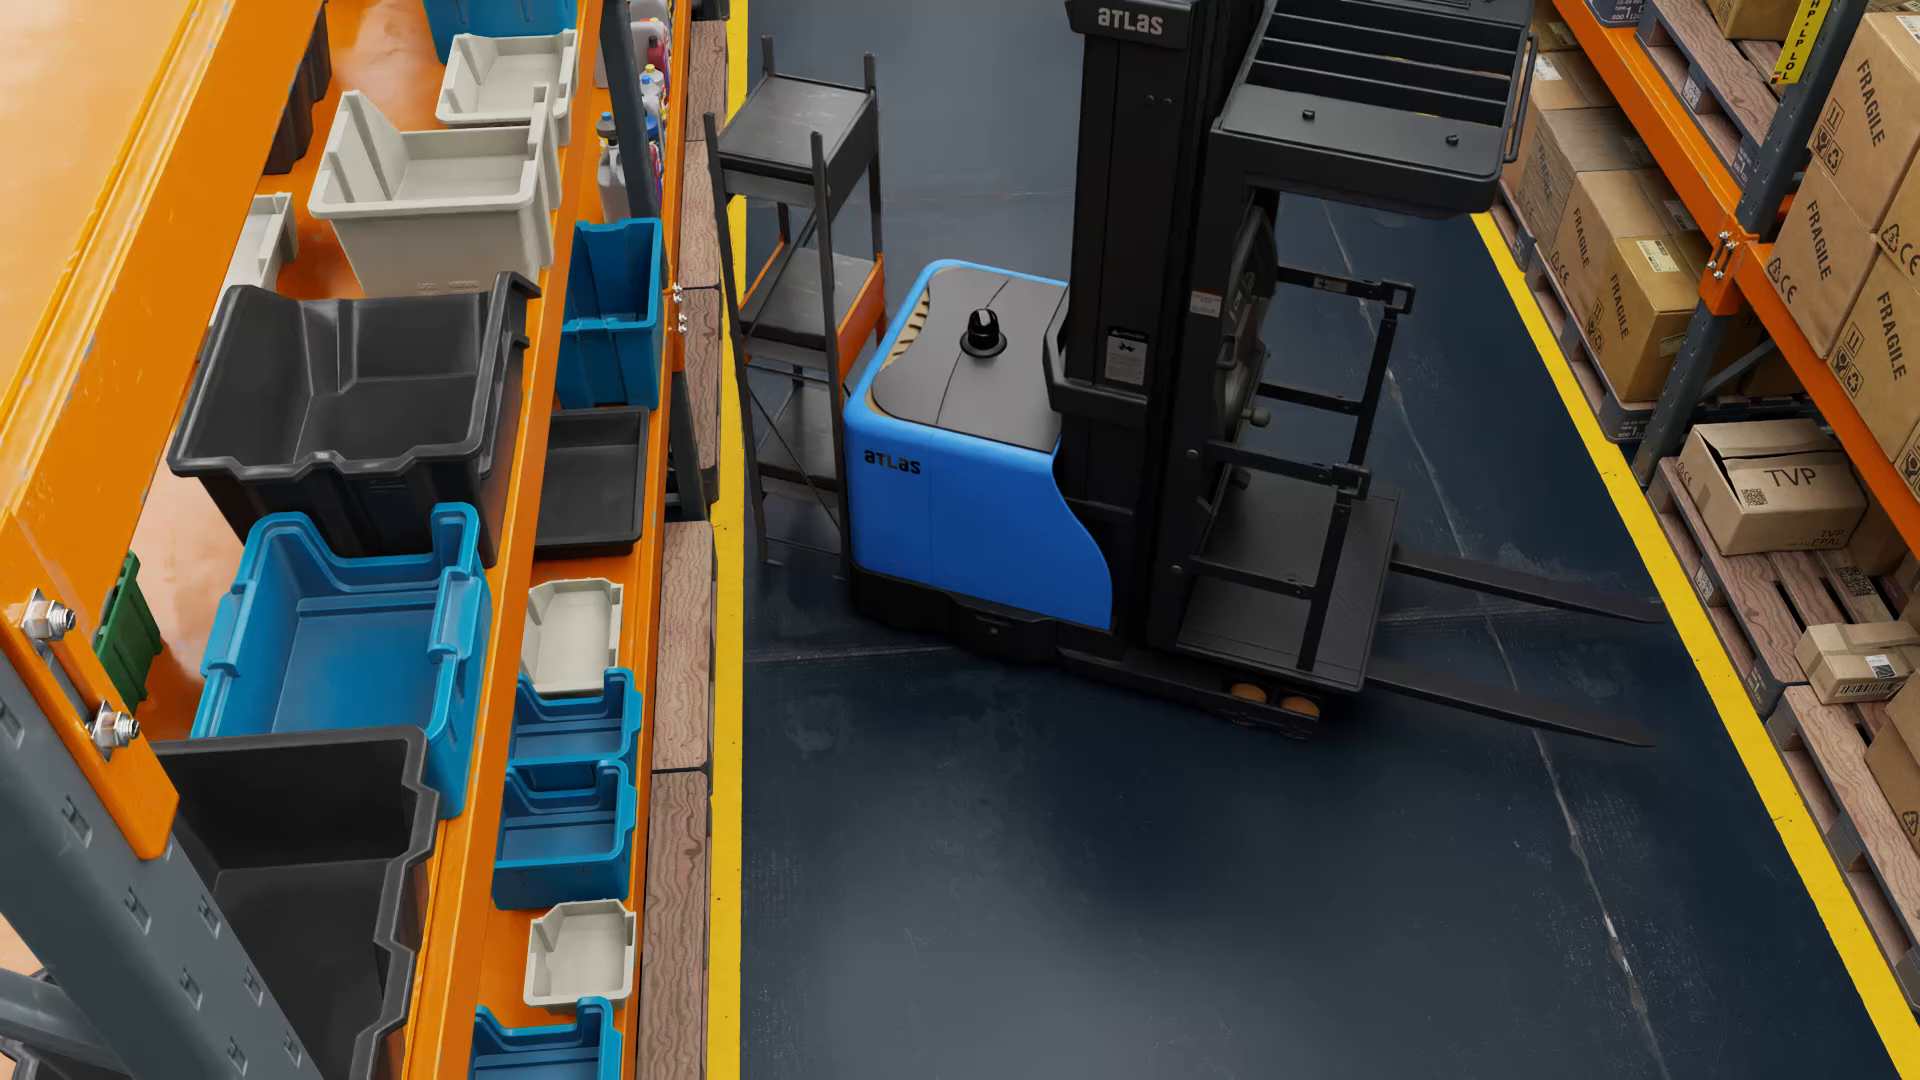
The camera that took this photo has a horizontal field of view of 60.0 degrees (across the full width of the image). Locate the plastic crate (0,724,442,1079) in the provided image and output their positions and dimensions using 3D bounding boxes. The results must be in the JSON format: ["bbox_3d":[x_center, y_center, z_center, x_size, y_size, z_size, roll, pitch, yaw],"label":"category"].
[{"bbox_3d":[-0.961,0.584,2.292,0.497,0.269,0.590,-3,47,-3],"label":"plastic crate"}]

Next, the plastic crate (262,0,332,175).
[{"bbox_3d":[-1.711,-1.099,3.886,0.497,0.269,0.590,-3,47,-3],"label":"plastic crate"}]

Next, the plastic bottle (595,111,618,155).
[{"bbox_3d":[-1.354,-1.562,6.436,0.097,0.201,0.097,0,47,0],"label":"plastic bottle"}]

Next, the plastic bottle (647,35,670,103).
[{"bbox_3d":[-1.222,-1.922,6.721,0.061,0.283,0.133,-3,47,-3],"label":"plastic bottle"}]

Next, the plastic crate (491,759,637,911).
[{"bbox_3d":[-1.010,0.752,4.183,0.416,0.233,0.300,-3,47,-3],"label":"plastic crate"}]

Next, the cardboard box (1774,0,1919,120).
[{"bbox_3d":[3.578,-1.862,6.226,0.700,0.500,0.500,-18,49,-16],"label":"cardboard box"}]

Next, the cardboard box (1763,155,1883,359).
[{"bbox_3d":[3.166,-0.976,5.676,0.500,0.500,0.500,-2,47,-2],"label":"cardboard box"}]

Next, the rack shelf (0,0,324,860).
[{"bbox_3d":[-1.374,-1.259,2.652,1.077,0.370,4.000,-3,47,-3],"label":"rack shelf"}]

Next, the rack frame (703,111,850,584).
[{"bbox_3d":[-0.625,-0.593,6.002,0.400,2.100,0.015,13,48,12],"label":"rack frame"}]

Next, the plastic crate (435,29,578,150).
[{"bbox_3d":[-1.056,-1.072,3.951,0.293,0.136,0.466,-3,47,-3],"label":"plastic crate"}]

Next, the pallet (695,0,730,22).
[{"bbox_3d":[-1.903,-3.526,10.081,1.003,0.211,1.213,-3,47,-3],"label":"pallet"}]

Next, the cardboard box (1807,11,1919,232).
[{"bbox_3d":[3.154,-1.347,5.338,0.500,0.500,0.500,-2,47,-2],"label":"cardboard box"}]

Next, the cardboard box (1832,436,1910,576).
[{"bbox_3d":[3.725,-0.223,6.451,0.500,0.500,0.500,-3,47,-3],"label":"cardboard box"}]

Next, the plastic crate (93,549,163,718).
[{"bbox_3d":[-1.574,0.211,2.701,0.450,0.188,0.336,-3,47,-3],"label":"plastic crate"}]

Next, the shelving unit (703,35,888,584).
[{"bbox_3d":[-0.550,-0.762,6.162,0.431,2.100,0.503,13,48,12],"label":"shelving unit"}]

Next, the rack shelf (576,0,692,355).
[{"bbox_3d":[-1.709,-2.228,7.426,1.077,0.370,4.000,-3,47,-3],"label":"rack shelf"}]

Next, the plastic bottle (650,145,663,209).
[{"bbox_3d":[-1.158,-1.376,6.204,0.061,0.283,0.133,-3,47,-3],"label":"plastic bottle"}]

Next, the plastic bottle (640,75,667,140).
[{"bbox_3d":[-1.214,-1.692,6.512,0.097,0.271,0.097,0,47,0],"label":"plastic bottle"}]

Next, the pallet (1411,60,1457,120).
[{"bbox_3d":[3.085,-2.719,9.316,1.003,0.211,1.213,-3,47,-3],"label":"pallet"}]

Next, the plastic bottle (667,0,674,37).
[{"bbox_3d":[-1.280,-2.265,7.055,0.097,0.271,0.097,0,47,0],"label":"plastic bottle"}]

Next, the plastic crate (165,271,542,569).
[{"bbox_3d":[-1.061,-0.266,3.050,0.504,0.338,0.767,-3,47,-3],"label":"plastic crate"}]

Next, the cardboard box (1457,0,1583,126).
[{"bbox_3d":[2.900,-2.424,8.535,0.500,0.500,0.500,-4,47,-4],"label":"cardboard box"}]

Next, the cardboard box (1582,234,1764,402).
[{"bbox_3d":[3.068,-0.958,7.146,0.500,0.500,0.500,-4,47,-4],"label":"cardboard box"}]

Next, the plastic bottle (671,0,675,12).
[{"bbox_3d":[-1.323,-2.464,7.188,0.144,0.351,0.185,-3,47,-3],"label":"plastic bottle"}]

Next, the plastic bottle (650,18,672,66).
[{"bbox_3d":[-1.261,-2.073,6.921,0.097,0.201,0.097,0,47,0],"label":"plastic bottle"}]

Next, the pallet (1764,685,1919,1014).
[{"bbox_3d":[3.556,1.014,5.781,1.003,0.211,1.213,-3,47,-3],"label":"pallet"}]

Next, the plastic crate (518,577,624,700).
[{"bbox_3d":[-1.096,0.283,4.692,0.293,0.136,0.466,-3,47,-3],"label":"plastic crate"}]

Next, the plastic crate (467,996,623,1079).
[{"bbox_3d":[-0.954,1.228,3.732,0.416,0.233,0.300,-3,47,-3],"label":"plastic crate"}]

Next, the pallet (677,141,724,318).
[{"bbox_3d":[-1.670,-1.515,8.176,1.003,0.211,1.213,-3,47,-3],"label":"pallet"}]

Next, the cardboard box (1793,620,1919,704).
[{"bbox_3d":[3.297,0.439,6.054,0.380,0.166,0.250,-3,47,-3],"label":"cardboard box"}]

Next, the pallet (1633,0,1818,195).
[{"bbox_3d":[3.437,-1.845,6.700,1.003,0.211,1.213,-3,47,-3],"label":"pallet"}]

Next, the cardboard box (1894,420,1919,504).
[{"bbox_3d":[3.251,-0.243,4.982,0.500,0.500,0.500,-4,47,-4],"label":"cardboard box"}]

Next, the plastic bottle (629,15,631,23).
[{"bbox_3d":[-1.420,-2.135,6.979,0.097,0.201,0.097,0,47,0],"label":"plastic bottle"}]

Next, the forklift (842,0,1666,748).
[{"bbox_3d":[1.142,-0.705,5.536,3.031,2.935,1.130,14,48,13],"label":"forklift"}]

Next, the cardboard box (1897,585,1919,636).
[{"bbox_3d":[3.788,0.384,6.005,0.500,0.311,0.500,-3,47,-3],"label":"cardboard box"}]

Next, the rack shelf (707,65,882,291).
[{"bbox_3d":[-0.550,-1.234,5.663,0.431,0.518,0.480,13,48,12],"label":"rack shelf"}]

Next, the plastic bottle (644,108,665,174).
[{"bbox_3d":[-1.194,-1.524,6.353,0.097,0.271,0.097,0,47,0],"label":"plastic bottle"}]

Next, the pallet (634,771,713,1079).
[{"bbox_3d":[-1.336,1.345,5.467,1.003,0.211,1.213,-3,47,-3],"label":"pallet"}]

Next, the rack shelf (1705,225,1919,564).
[{"bbox_3d":[3.562,0.368,4.968,1.077,0.370,4.000,-3,47,-3],"label":"rack shelf"}]

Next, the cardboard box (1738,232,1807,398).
[{"bbox_3d":[3.597,-0.983,7.170,0.500,0.500,0.500,-5,47,-5],"label":"cardboard box"}]

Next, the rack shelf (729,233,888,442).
[{"bbox_3d":[-0.550,-0.752,6.172,0.431,0.518,0.480,13,48,12],"label":"rack shelf"}]

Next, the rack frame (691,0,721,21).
[{"bbox_3d":[-1.876,-3.922,8.535,1.000,3.000,0.127,-3,47,-3],"label":"rack frame"}]

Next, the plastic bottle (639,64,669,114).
[{"bbox_3d":[-1.230,-1.809,6.671,0.097,0.201,0.097,0,47,0],"label":"plastic bottle"}]

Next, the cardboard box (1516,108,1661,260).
[{"bbox_3d":[2.993,-1.679,7.829,0.500,0.500,0.500,-3,47,-3],"label":"cardboard box"}]

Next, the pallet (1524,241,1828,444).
[{"bbox_3d":[3.289,-0.954,7.645,1.003,0.211,1.213,-3,47,-3],"label":"pallet"}]
